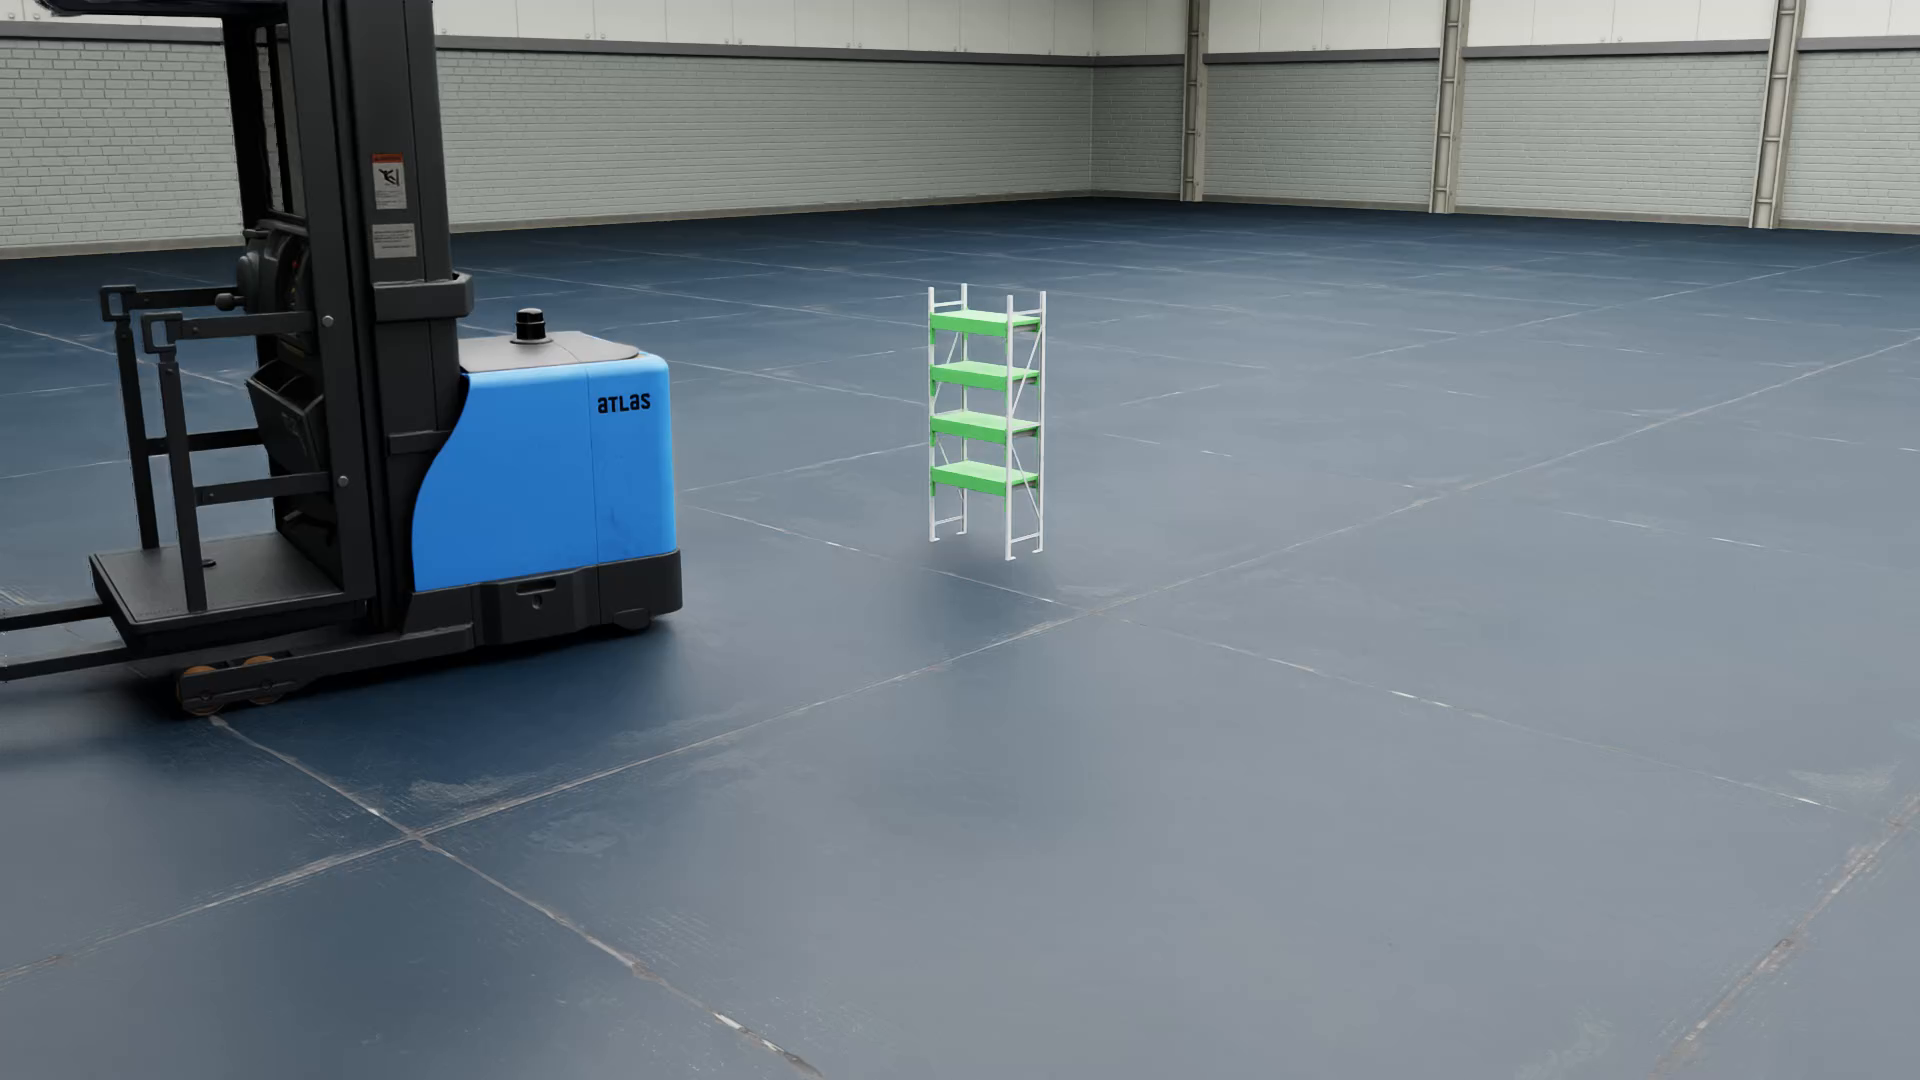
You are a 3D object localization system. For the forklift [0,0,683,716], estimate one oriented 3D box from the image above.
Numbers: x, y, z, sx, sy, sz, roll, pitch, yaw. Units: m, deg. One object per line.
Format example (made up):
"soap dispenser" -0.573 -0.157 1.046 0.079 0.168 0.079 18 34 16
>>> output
"forklift" -2.617 -0.974 5.856 3.031 2.935 1.130 -9 17 -32

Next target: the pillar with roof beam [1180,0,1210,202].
"pillar with roof beam" 2.080 -10.999 32.297 0.400 9.000 9.100 14 20 42

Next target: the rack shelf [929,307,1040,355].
"rack shelf" 0.119 -0.954 7.565 0.480 0.148 0.258 14 20 42

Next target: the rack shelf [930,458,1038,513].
"rack shelf" 0.119 -0.258 7.746 0.480 0.148 0.258 14 20 42

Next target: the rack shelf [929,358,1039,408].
"rack shelf" 0.119 -0.722 7.625 0.480 0.148 0.258 14 20 42

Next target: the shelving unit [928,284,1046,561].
"shelving unit" 0.119 -0.552 7.670 0.503 1.200 0.258 14 20 42

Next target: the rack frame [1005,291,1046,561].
"rack frame" 0.295 -0.509 7.506 0.015 1.200 0.240 14 20 42

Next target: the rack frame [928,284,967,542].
"rack frame" -0.056 -0.594 7.833 0.015 1.200 0.240 14 20 42

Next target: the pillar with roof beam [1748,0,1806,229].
"pillar with roof beam" 10.719 -8.899 24.237 0.400 9.000 9.100 14 20 42

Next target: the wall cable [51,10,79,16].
"wall cable" -11.398 -10.184 22.427 0.169 6.003 2.305 14 20 42

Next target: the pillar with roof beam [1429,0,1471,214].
"pillar with roof beam" 6.400 -9.949 28.267 0.400 9.000 9.100 14 20 42

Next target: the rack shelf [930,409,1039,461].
"rack shelf" 0.119 -0.490 7.686 0.480 0.148 0.258 14 20 42
